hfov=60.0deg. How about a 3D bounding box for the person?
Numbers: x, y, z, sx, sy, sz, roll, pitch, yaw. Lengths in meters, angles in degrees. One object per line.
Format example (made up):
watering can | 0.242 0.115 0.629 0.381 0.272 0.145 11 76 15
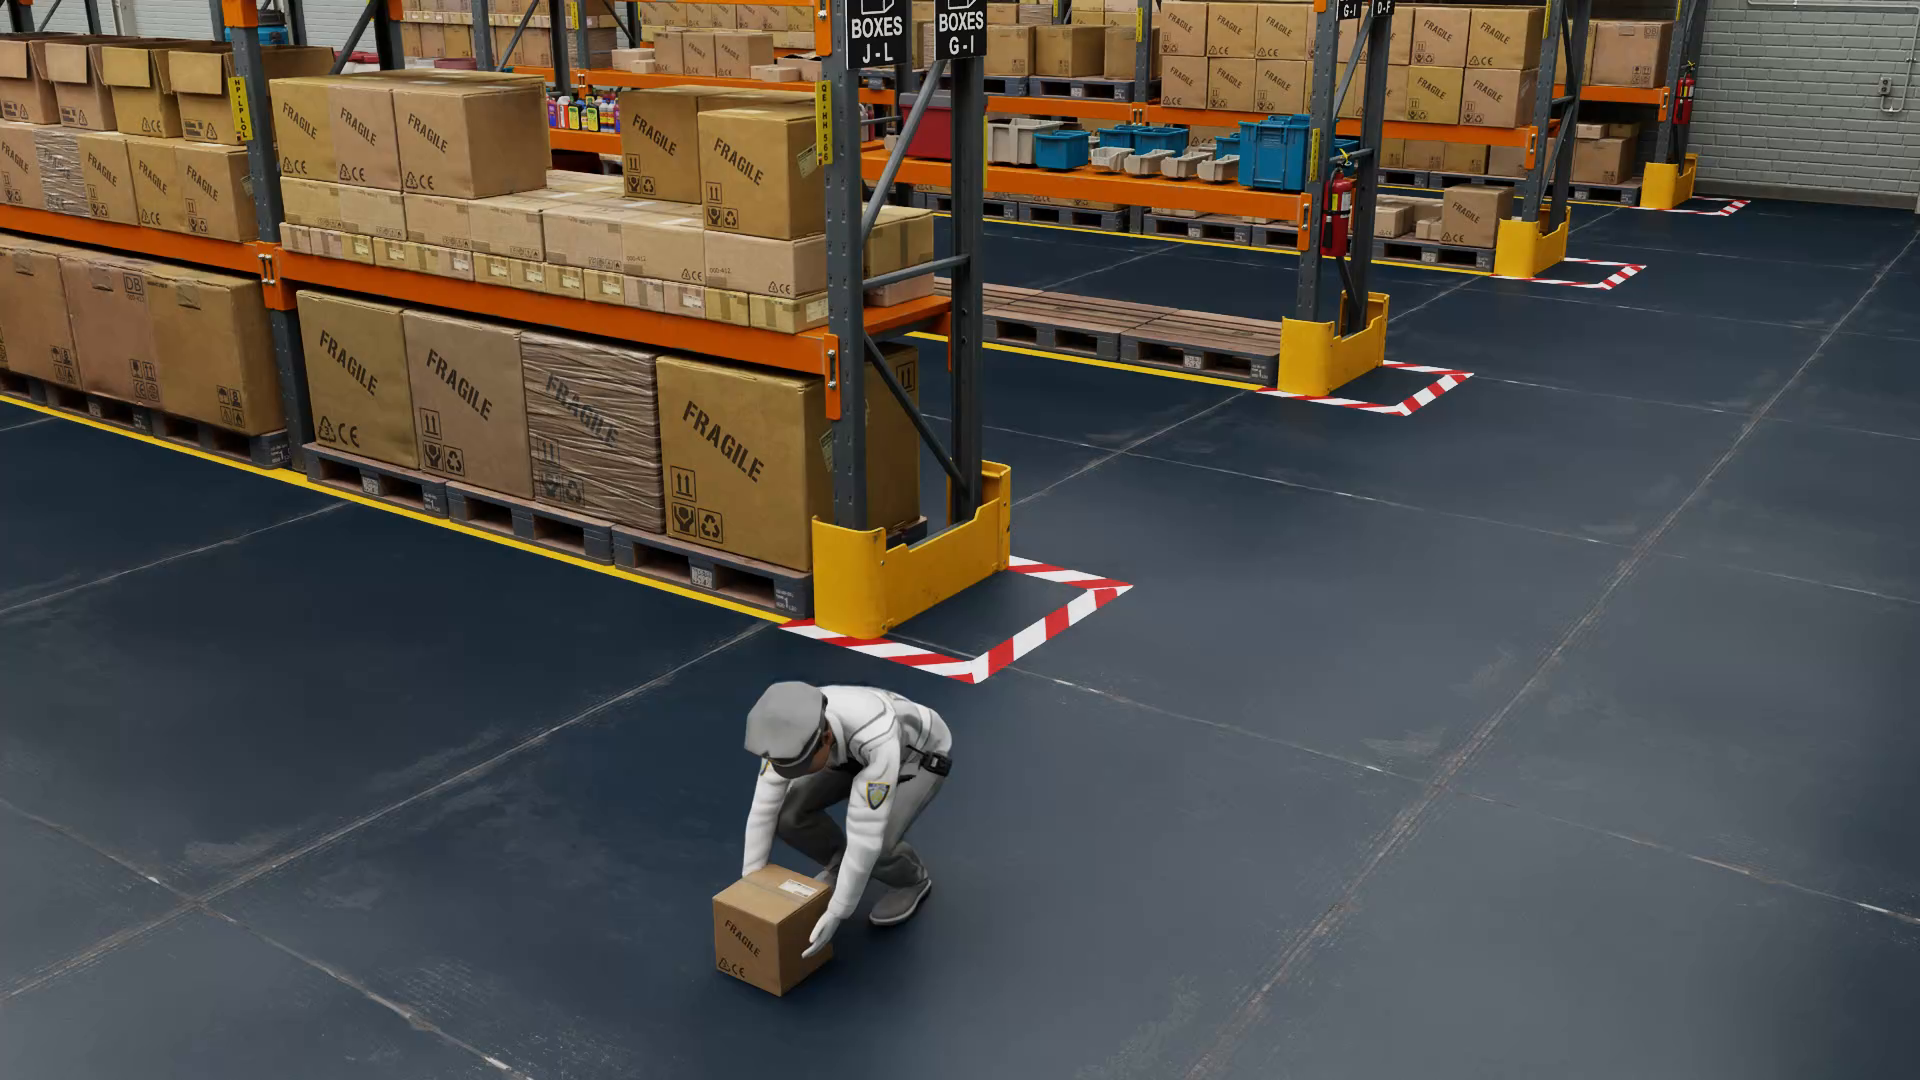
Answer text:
person | -0.343 0.762 5.086 0.478 0.913 0.854 13 24 32
